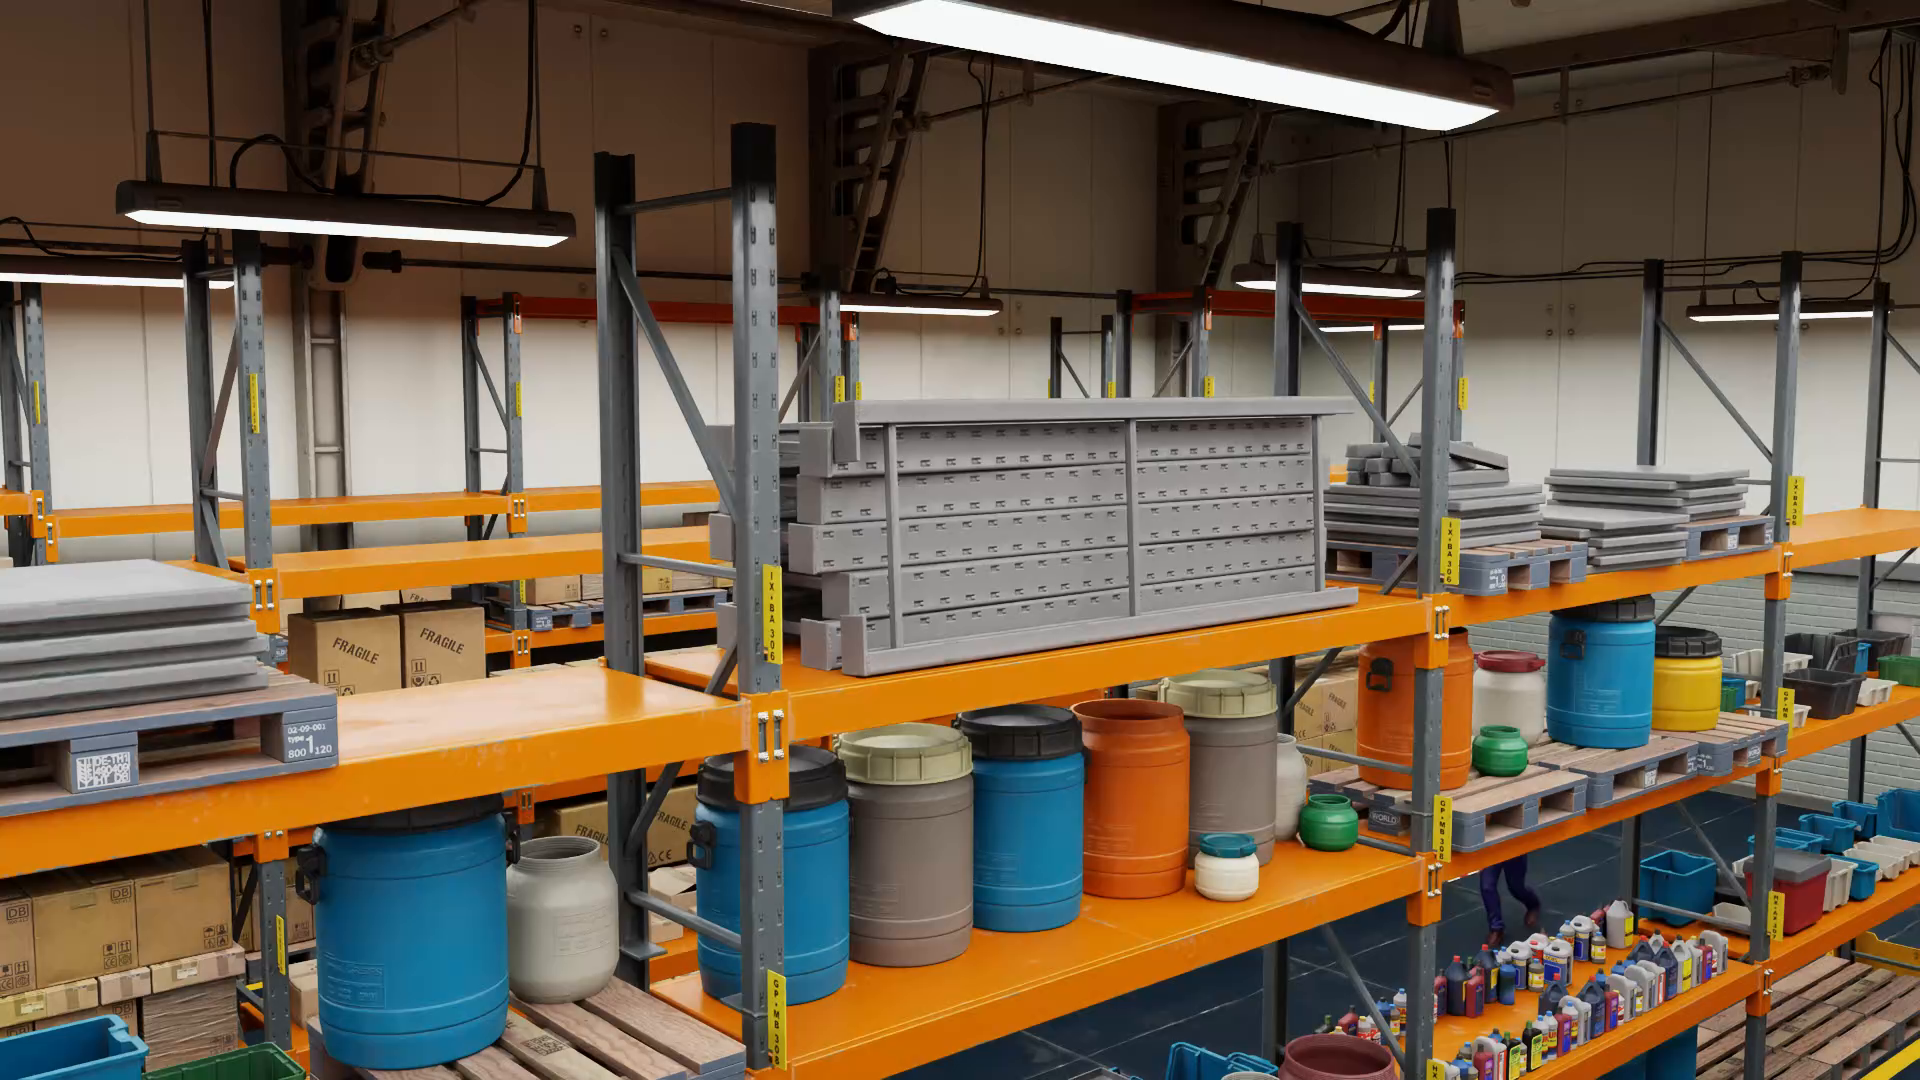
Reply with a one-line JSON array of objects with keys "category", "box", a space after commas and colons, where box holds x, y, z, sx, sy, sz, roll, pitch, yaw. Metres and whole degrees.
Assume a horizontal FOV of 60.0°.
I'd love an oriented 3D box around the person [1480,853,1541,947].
[{"category": "person", "box": [5.068, 2.897, 15.536, 0.615, 1.655, 0.811, 5, 7, 41]}]
